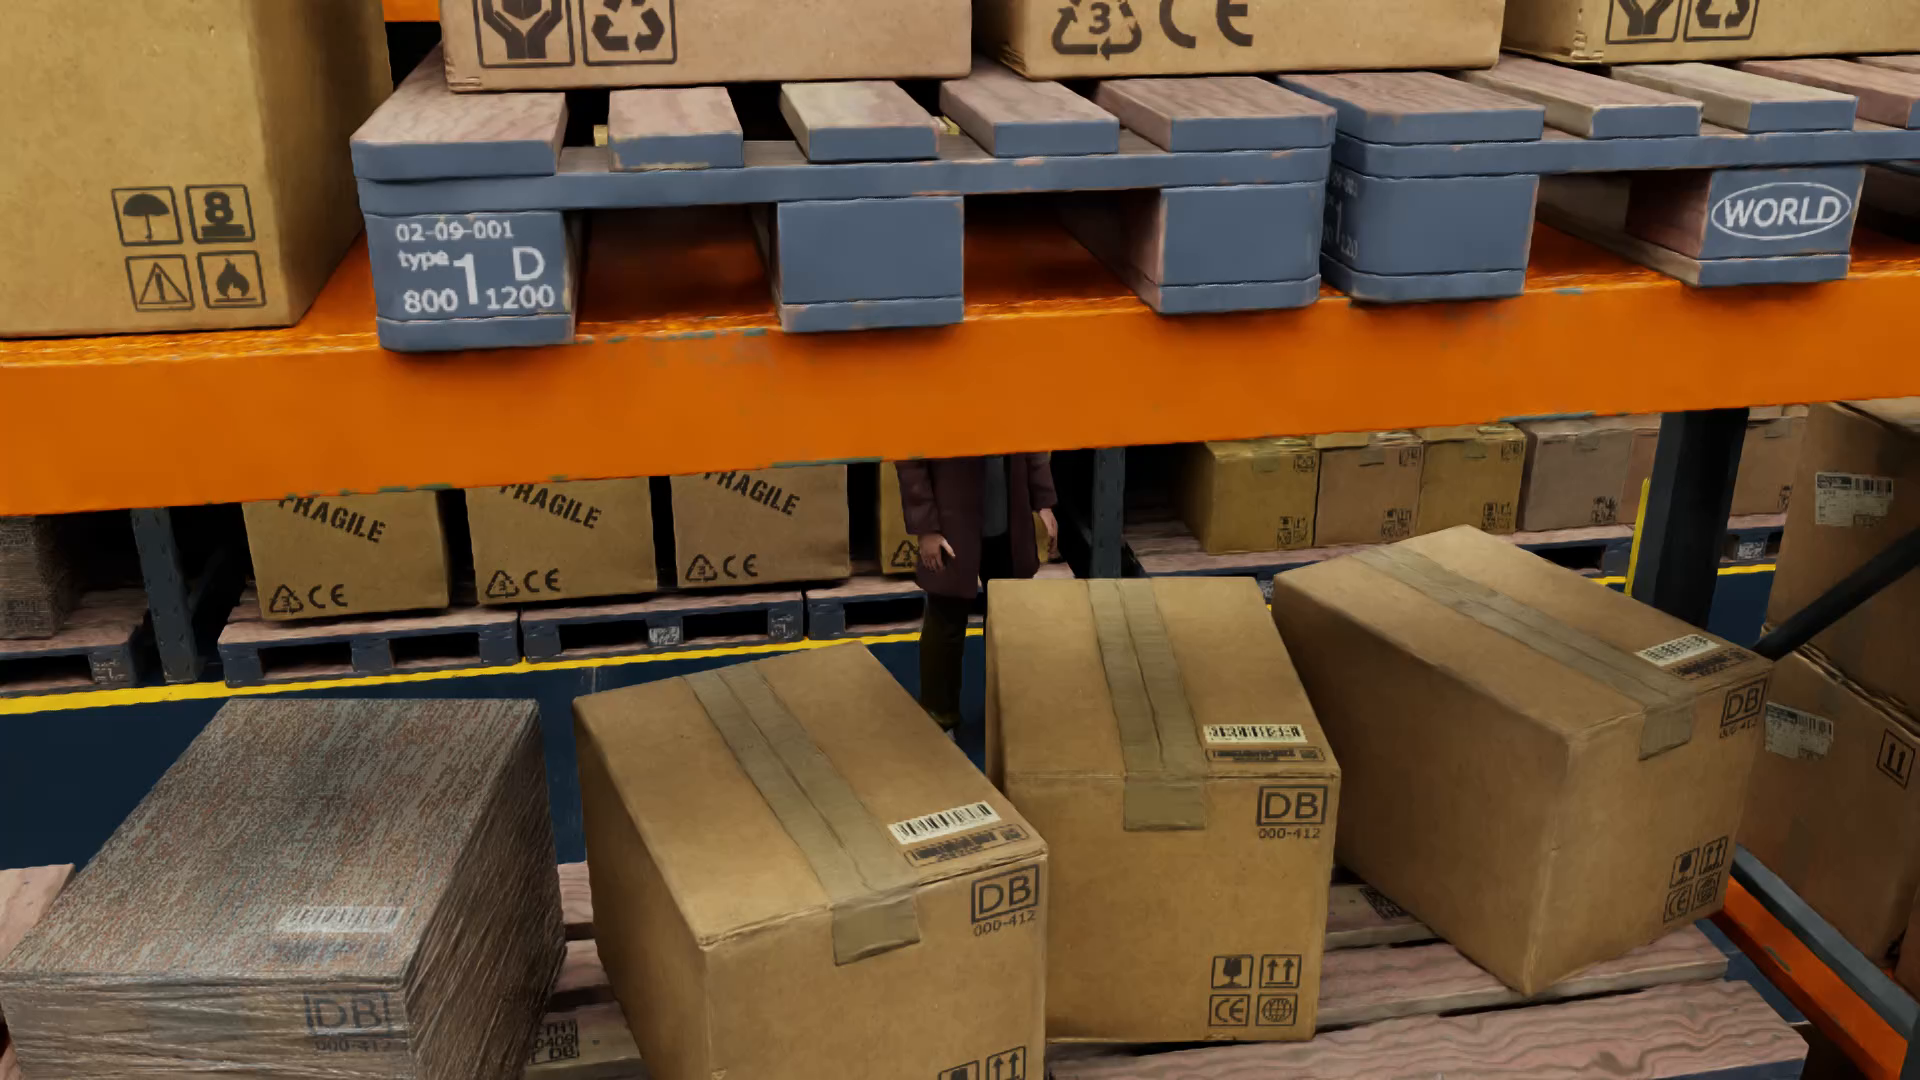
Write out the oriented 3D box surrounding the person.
[{"bbox_3d":[0.091,-0.026,6.181,0.634,1.832,0.432,-13,26,-28],"label":"person"}]
